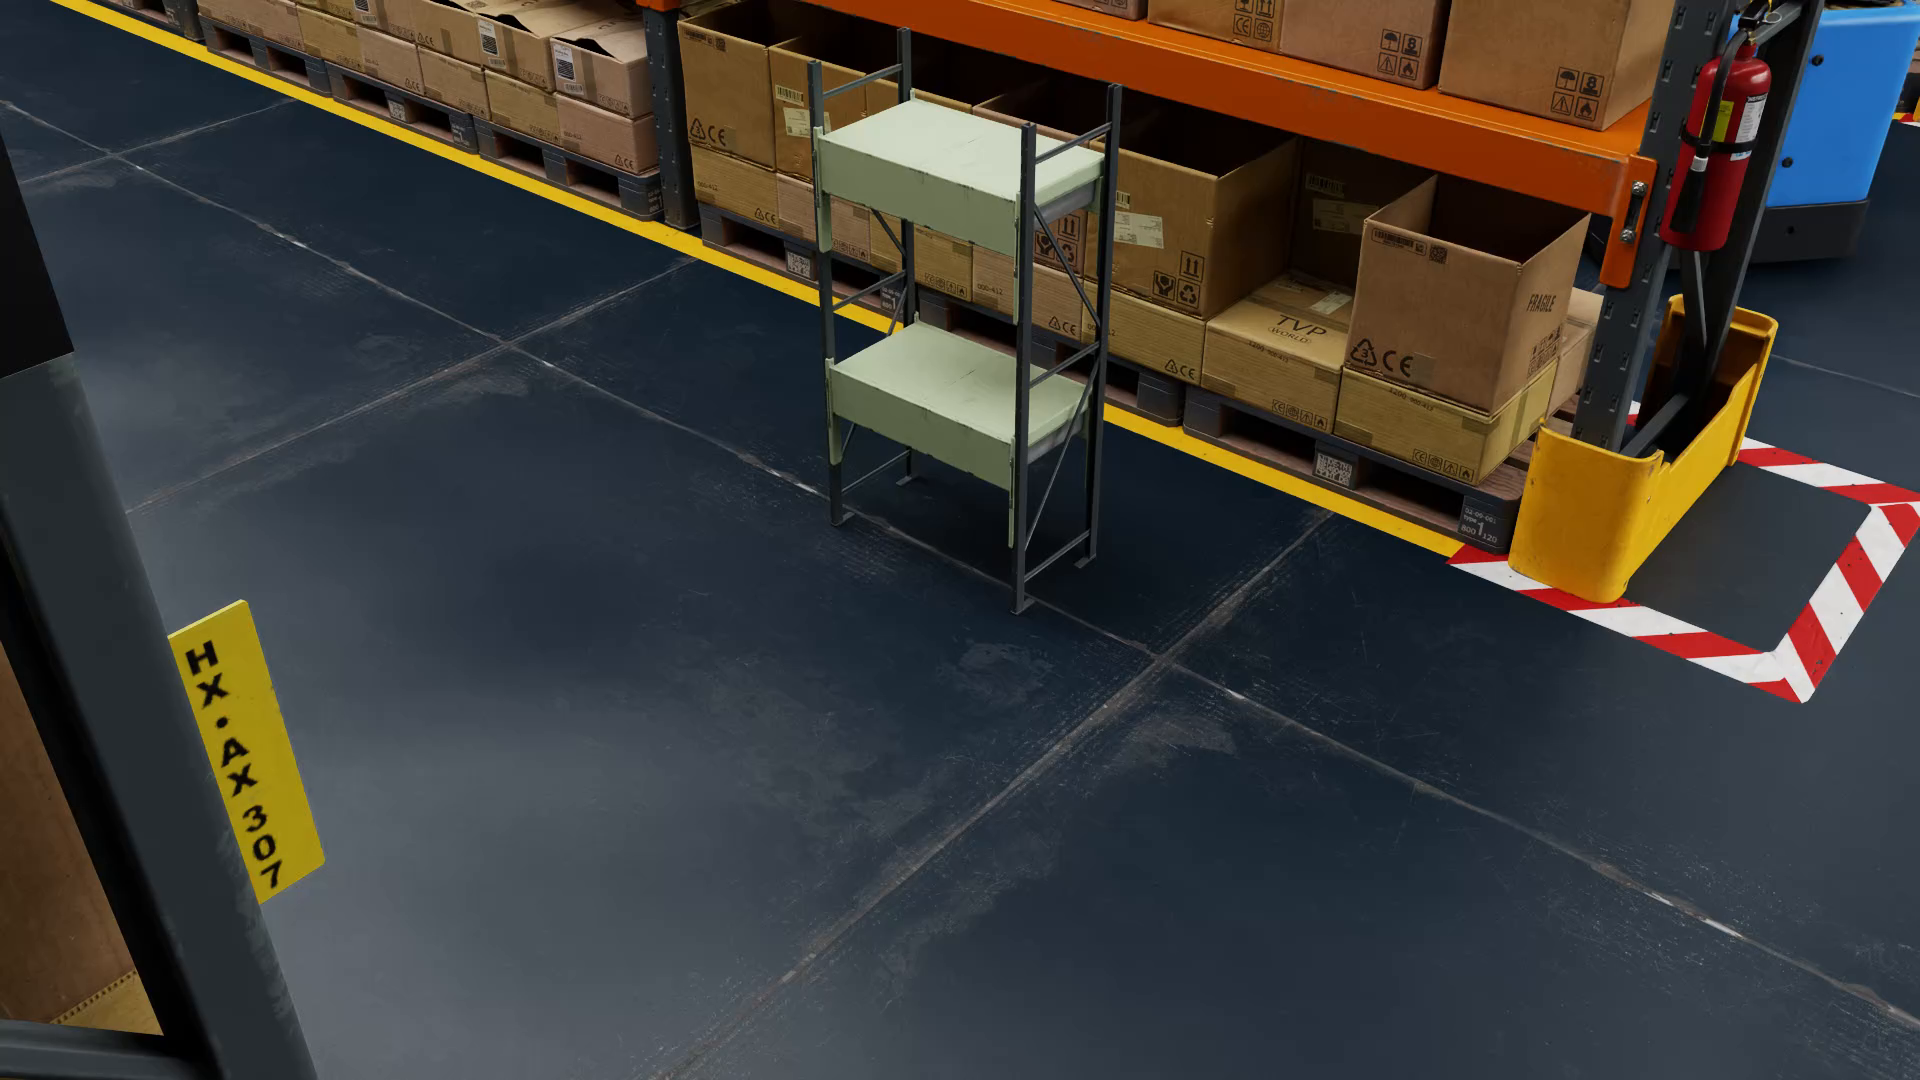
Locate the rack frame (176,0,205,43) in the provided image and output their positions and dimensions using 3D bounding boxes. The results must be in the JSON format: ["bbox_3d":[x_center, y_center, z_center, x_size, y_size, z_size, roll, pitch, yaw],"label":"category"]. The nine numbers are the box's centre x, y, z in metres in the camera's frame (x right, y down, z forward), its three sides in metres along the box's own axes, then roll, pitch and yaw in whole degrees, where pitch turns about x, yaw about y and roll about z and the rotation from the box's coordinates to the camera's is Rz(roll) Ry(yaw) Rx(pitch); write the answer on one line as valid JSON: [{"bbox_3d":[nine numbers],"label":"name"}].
[{"bbox_3d":[-3.993,-4.253,8.794,0.127,3.000,1.000,25,42,32],"label":"rack frame"}]

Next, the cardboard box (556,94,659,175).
[{"bbox_3d":[-1.423,-1.868,7.379,0.500,0.250,0.500,25,42,31],"label":"cardboard box"}]

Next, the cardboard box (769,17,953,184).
[{"bbox_3d":[-0.374,-1.671,6.430,0.500,0.500,0.500,25,42,32],"label":"cardboard box"}]

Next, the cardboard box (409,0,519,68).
[{"bbox_3d":[-2.200,-2.465,7.752,0.500,0.311,0.500,25,42,32],"label":"cardboard box"}]

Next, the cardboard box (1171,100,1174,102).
[{"bbox_3d":[0.734,-1.540,6.238,0.500,0.500,0.500,25,42,32],"label":"cardboard box"}]

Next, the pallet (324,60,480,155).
[{"bbox_3d":[-2.452,-2.347,8.481,1.213,0.211,1.003,25,42,32],"label":"pallet"}]

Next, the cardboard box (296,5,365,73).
[{"bbox_3d":[-2.989,-2.608,8.456,0.500,0.250,0.500,24,41,31],"label":"cardboard box"}]

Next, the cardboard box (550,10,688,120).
[{"bbox_3d":[-1.414,-2.097,7.217,0.500,0.311,0.500,25,42,32],"label":"cardboard box"}]

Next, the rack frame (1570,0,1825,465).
[{"bbox_3d":[2.155,-1.356,4.574,0.127,3.000,1.000,25,42,32],"label":"rack frame"}]

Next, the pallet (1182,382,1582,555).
[{"bbox_3d":[1.540,-0.465,5.741,1.213,0.211,1.003,25,42,32],"label":"pallet"}]

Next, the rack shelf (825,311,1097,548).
[{"bbox_3d":[0.005,-0.347,5.006,0.720,0.370,0.431,25,42,32],"label":"rack shelf"}]

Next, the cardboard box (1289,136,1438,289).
[{"bbox_3d":[1.499,-1.176,5.708,0.500,0.500,0.500,25,42,32],"label":"cardboard box"}]

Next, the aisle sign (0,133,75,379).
[{"bbox_3d":[-0.765,-0.375,0.850,0.004,0.787,0.394,25,42,32],"label":"aisle sign"}]

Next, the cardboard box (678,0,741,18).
[{"bbox_3d":[-1.078,-2.333,7.561,0.500,0.311,0.500,25,42,32],"label":"cardboard box"}]

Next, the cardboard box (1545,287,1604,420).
[{"bbox_3d":[1.885,-0.686,5.658,0.500,0.250,0.500,25,42,32],"label":"cardboard box"}]

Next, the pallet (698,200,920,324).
[{"bbox_3d":[-0.335,-1.349,7.027,1.213,0.211,1.003,25,42,32],"label":"pallet"}]

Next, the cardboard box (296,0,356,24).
[{"bbox_3d":[-2.979,-2.834,8.290,0.500,0.311,0.500,24,41,31],"label":"cardboard box"}]

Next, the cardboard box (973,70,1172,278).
[{"bbox_3d":[0.391,-1.307,5.899,0.500,0.500,0.500,25,42,32],"label":"cardboard box"}]

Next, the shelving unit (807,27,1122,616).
[{"bbox_3d":[0.005,-0.616,4.822,0.755,1.500,0.431,25,42,32],"label":"shelving unit"}]

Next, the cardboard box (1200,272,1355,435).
[{"bbox_3d":[1.162,-0.637,5.586,0.500,0.250,0.500,25,42,32],"label":"cardboard box"}]

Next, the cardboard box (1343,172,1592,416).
[{"bbox_3d":[1.552,-0.769,5.116,0.500,0.500,0.500,25,42,32],"label":"cardboard box"}]

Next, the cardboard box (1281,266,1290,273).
[{"bbox_3d":[1.114,-1.047,6.183,0.500,0.250,0.500,25,42,32],"label":"cardboard box"}]

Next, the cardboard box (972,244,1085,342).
[{"bbox_3d":[0.393,-0.999,6.113,0.500,0.250,0.500,25,42,32],"label":"cardboard box"}]

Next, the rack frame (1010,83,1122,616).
[{"bbox_3d":[0.286,-0.483,4.629,0.023,1.500,0.400,25,42,32],"label":"rack frame"}]

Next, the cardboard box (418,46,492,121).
[{"bbox_3d":[-2.205,-2.237,7.916,0.500,0.250,0.500,26,42,33],"label":"cardboard box"}]

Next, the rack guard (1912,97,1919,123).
[{"bbox_3d":[5.238,-2.486,8.428,0.348,0.500,1.175,25,42,32],"label":"rack guard"}]

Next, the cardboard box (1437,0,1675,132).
[{"bbox_3d":[1.804,-1.572,4.800,0.500,0.500,0.700,25,42,32],"label":"cardboard box"}]

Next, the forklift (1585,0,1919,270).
[{"bbox_3d":[2.951,-3.115,7.197,1.130,2.935,3.031,-5,35,-8],"label":"forklift"}]

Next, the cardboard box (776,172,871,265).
[{"bbox_3d":[-0.376,-1.361,6.640,0.500,0.250,0.500,25,42,32],"label":"cardboard box"}]

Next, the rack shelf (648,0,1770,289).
[{"bbox_3d":[0.618,-1.784,5.833,4.000,0.370,1.077,25,42,32],"label":"rack shelf"}]

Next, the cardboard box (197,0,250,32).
[{"bbox_3d":[-3.779,-2.976,8.991,0.500,0.250,0.500,25,42,32],"label":"cardboard box"}]

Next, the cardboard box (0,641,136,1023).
[{"bbox_3d":[-1.186,0.242,1.701,0.500,0.500,0.500,25,42,32],"label":"cardboard box"}]

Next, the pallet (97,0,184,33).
[{"bbox_3d":[-4.543,-3.391,10.001,1.213,0.211,1.003,25,42,32],"label":"pallet"}]

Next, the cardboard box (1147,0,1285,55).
[{"bbox_3d":[1.020,-1.942,5.340,0.500,0.500,0.700,26,42,32],"label":"cardboard box"}]
